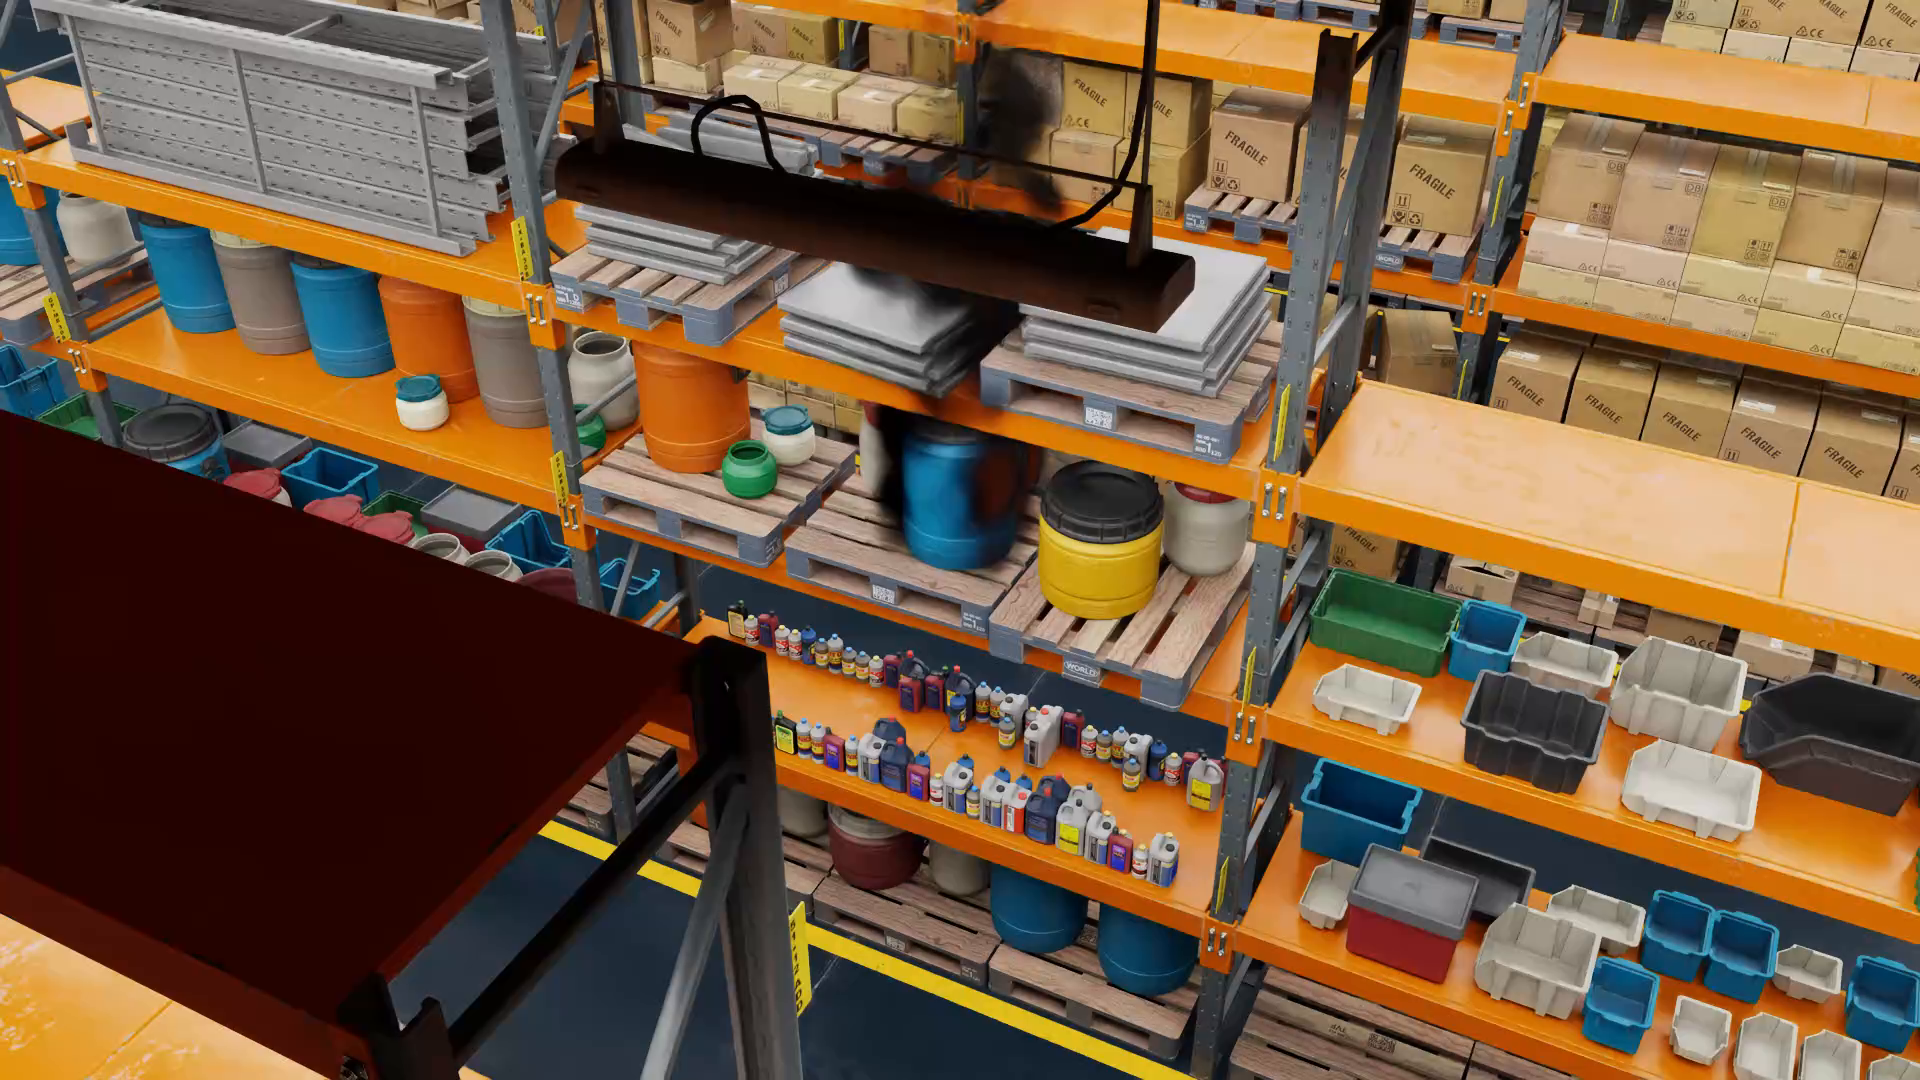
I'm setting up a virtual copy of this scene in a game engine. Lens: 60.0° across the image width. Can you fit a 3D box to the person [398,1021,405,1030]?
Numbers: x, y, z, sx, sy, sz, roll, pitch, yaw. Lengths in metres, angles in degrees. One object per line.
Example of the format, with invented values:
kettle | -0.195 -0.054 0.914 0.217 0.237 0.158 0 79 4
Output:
person | -3.229 2.291 9.020 0.892 1.771 0.655 17 38 22
